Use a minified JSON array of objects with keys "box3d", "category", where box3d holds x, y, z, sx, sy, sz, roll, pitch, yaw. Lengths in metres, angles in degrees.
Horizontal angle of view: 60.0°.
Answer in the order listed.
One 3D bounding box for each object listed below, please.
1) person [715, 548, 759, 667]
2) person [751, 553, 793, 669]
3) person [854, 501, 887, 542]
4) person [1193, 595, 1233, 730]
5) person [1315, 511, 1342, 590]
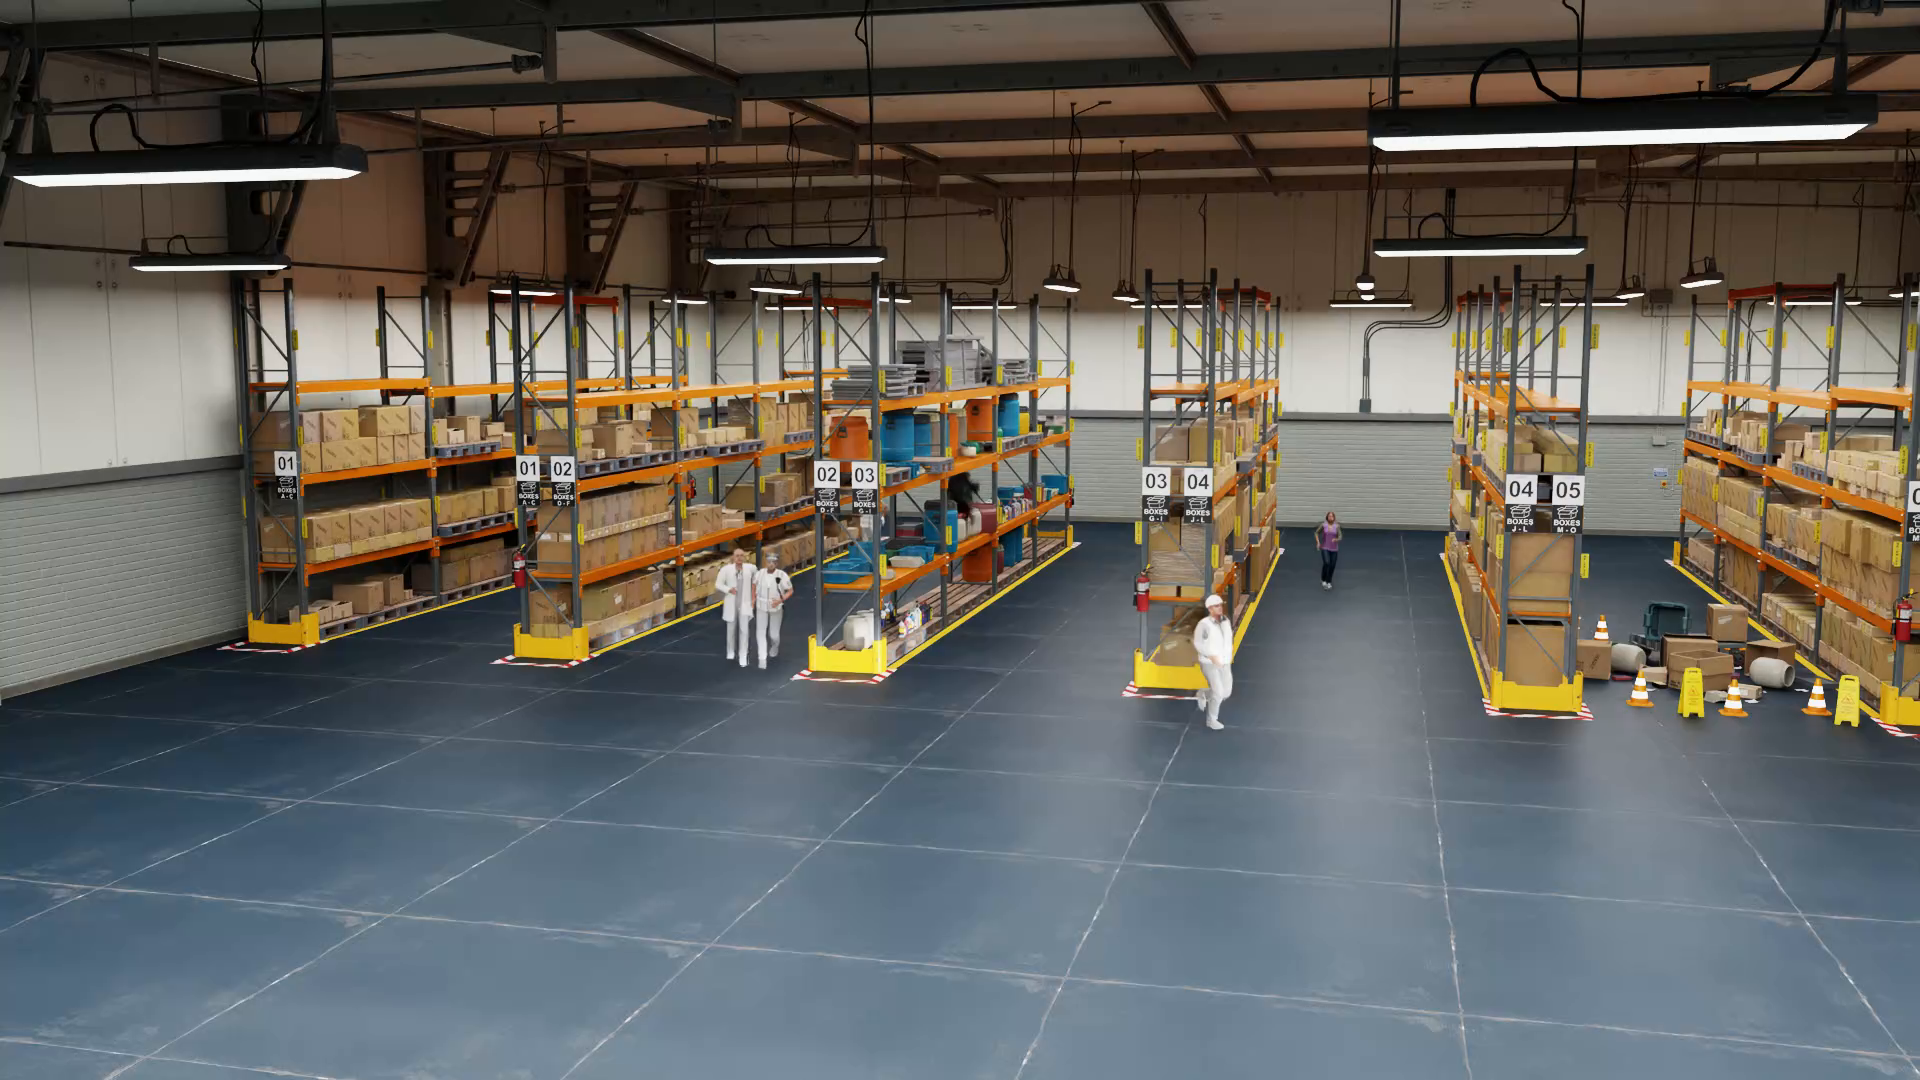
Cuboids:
[{"box3d":[-3.433,1.043,25.844,0.734,1.845,0.760,-1,7,-7],"category":"person"},{"box3d":[-2.927,1.071,25.783,0.693,1.794,0.858,0,7,2],"category":"person"},{"box3d":[-1.860,-0.229,34.356,0.664,1.834,0.770,1,7,5],"category":"person"},{"box3d":[3.280,1.566,21.579,0.668,1.743,0.661,-4,8,-32],"category":"person"},{"box3d":[7.390,0.217,33.310,0.506,1.586,0.656,0,7,1],"category":"person"}]
